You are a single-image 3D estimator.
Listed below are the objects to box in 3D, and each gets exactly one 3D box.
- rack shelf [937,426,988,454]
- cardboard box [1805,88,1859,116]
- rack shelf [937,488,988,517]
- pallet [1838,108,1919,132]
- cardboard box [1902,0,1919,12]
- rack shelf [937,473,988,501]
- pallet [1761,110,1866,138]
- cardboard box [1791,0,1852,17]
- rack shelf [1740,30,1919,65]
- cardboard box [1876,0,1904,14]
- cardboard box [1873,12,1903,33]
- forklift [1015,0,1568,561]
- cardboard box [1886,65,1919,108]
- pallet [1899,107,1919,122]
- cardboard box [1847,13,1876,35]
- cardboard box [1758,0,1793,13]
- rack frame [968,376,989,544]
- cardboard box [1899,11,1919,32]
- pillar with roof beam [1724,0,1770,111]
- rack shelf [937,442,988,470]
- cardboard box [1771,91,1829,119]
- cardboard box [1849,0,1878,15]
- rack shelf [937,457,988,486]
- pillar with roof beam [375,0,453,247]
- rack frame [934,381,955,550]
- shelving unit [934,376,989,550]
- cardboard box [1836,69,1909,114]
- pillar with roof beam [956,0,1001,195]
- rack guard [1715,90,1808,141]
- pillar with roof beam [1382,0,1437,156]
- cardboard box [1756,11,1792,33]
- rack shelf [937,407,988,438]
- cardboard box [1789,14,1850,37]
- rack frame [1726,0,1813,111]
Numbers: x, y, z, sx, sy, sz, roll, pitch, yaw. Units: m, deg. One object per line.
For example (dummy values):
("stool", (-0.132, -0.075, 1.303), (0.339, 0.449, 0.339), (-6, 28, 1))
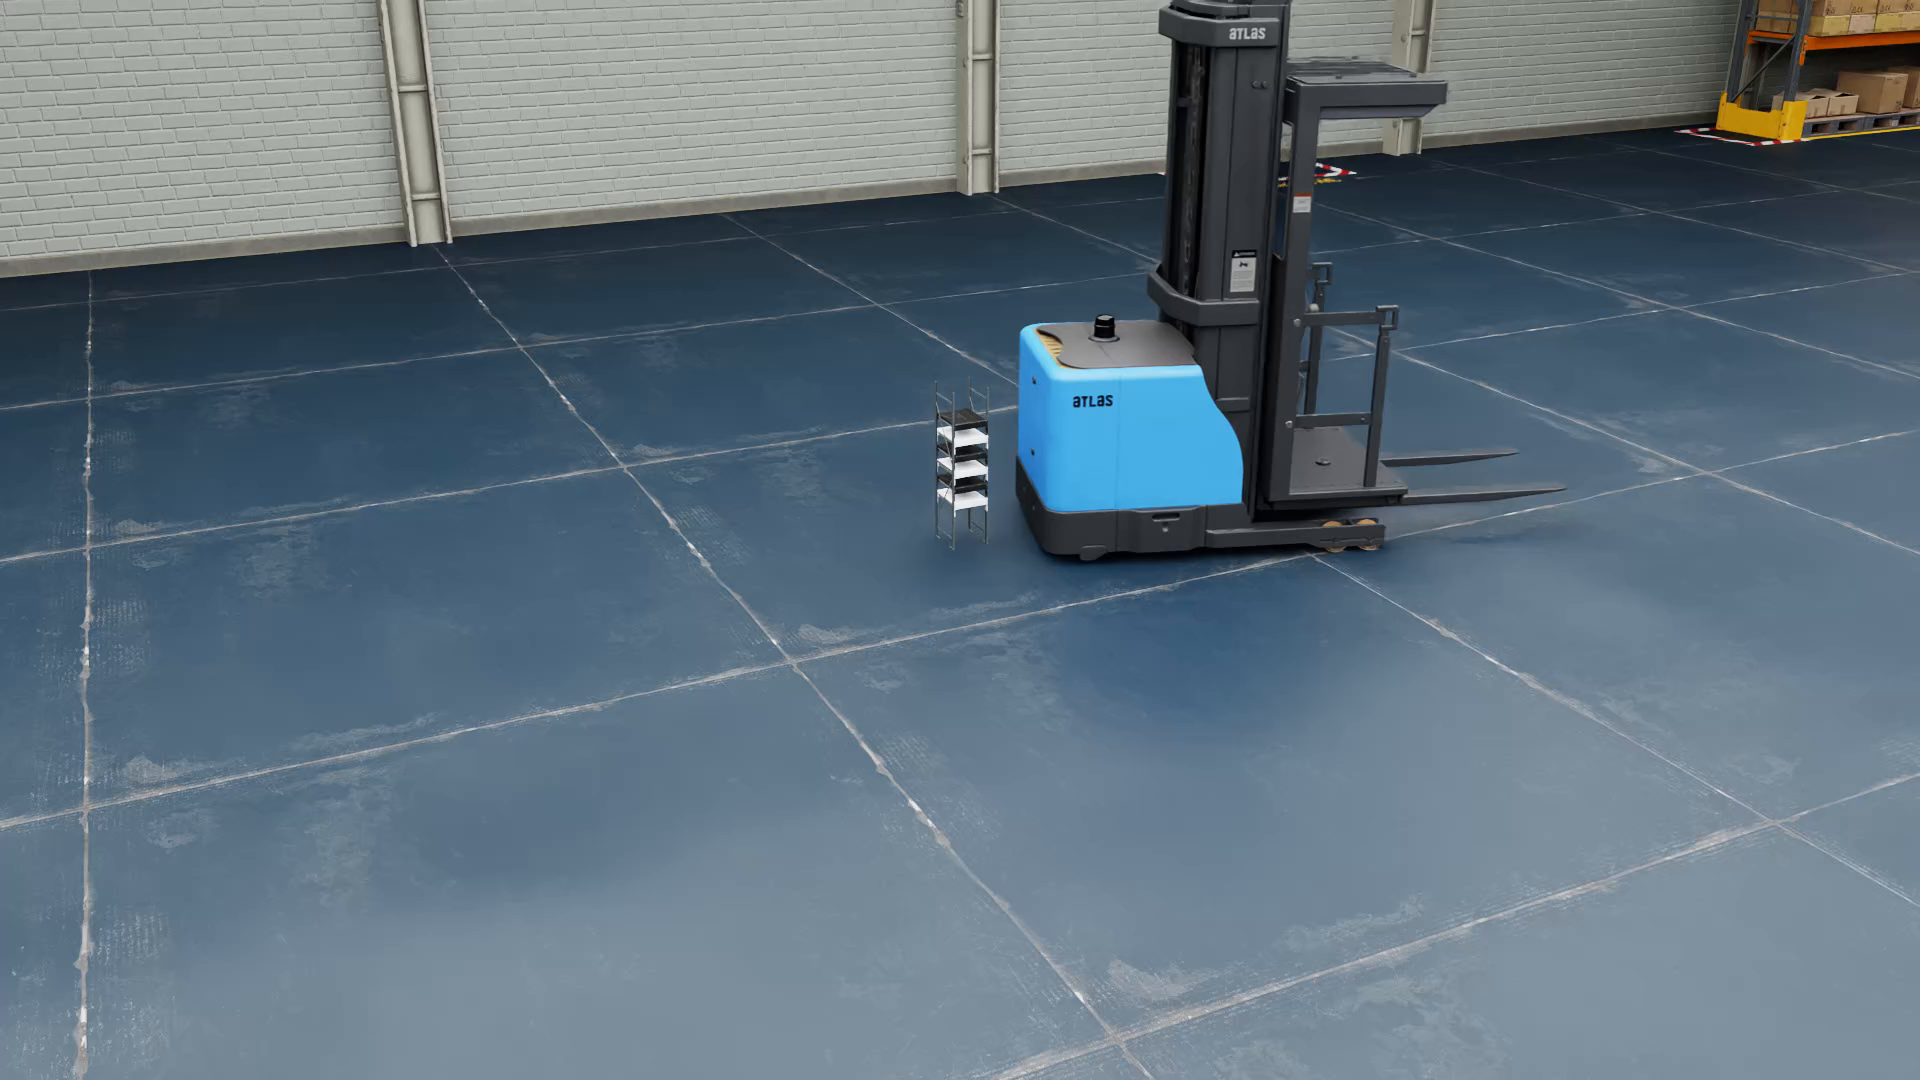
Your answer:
("rack shelf", (0.007, -0.553, 9.025), (0.200, 0.077, 0.258), (-10, 25, -24))
("cardboard box", (11.931, -6.027, 22.829), (0.500, 0.311, 0.500), (-8, 24, -19))
("rack shelf", (0.007, -0.220, 9.163), (0.200, 0.077, 0.258), (-10, 25, -24))
("pallet", (12.668, -5.936, 23.313), (1.213, 0.211, 1.003), (-10, 25, -24))
("cardboard box", (12.693, -7.402, 22.399), (0.500, 0.500, 0.500), (-10, 24, -22))
("rack shelf", (0.007, -0.303, 9.128), (0.200, 0.077, 0.258), (-10, 25, -24))
("pallet", (11.570, -5.735, 22.828), (1.213, 0.211, 1.003), (-10, 25, -24))
("cardboard box", (11.315, -7.150, 21.791), (0.500, 0.500, 0.500), (-10, 25, -24))
("rack shelf", (12.557, -6.887, 22.907), (4.000, 0.370, 1.077), (-10, 25, -24))
("cardboard box", (12.233, -7.312, 22.182), (0.500, 0.500, 0.500), (-11, 25, -25))
("cardboard box", (12.255, -6.973, 22.343), (0.500, 0.250, 0.500), (-11, 25, -24))
("forklift", (1.884, -1.484, 9.002), (3.031, 2.935, 1.130), (-3, 23, -8))
("cardboard box", (13.441, -6.414, 23.516), (0.500, 0.500, 0.500), (-12, 26, -28))
("pallet", (13.769, -6.139, 23.806), (1.213, 0.211, 1.003), (-10, 25, -24))
("cardboard box", (11.794, -6.891, 22.144), (0.500, 0.250, 0.500), (-11, 25, -25))
("cardboard box", (11.087, -7.326, 22.215), (0.500, 0.500, 0.500), (-11, 25, -24))
("rack frame", (0.099, -0.434, 9.122), (0.006, 0.900, 0.240), (-10, 25, -24))
("cardboard box", (12.712, -7.056, 22.544), (0.500, 0.250, 0.500), (-10, 25, -23))
("pillar with roof beam", (12.877, -8.591, 18.237), (0.400, 9.000, 9.100), (-10, 25, -24))
("rack shelf", (0.007, -0.469, 9.059), (0.200, 0.077, 0.258), (-10, 25, -24))
("cardboard box", (11.417, -5.933, 22.601), (0.500, 0.311, 0.500), (-14, 26, -30))
("cardboard box", (11.765, -7.229, 21.980), (0.500, 0.500, 0.500), (-10, 25, -23))
("rack shelf", (0.007, -0.386, 9.094), (0.200, 0.077, 0.258), (-10, 25, -24))
("pillar with roof beam", (-3.342, -5.605, 11.024), (0.400, 9.000, 9.100), (-10, 25, -24))
("rack frame", (-0.084, -0.400, 9.040), (0.006, 0.900, 0.240), (-10, 25, -24))
("shelving unit", (0.007, -0.417, 9.081), (0.210, 0.900, 0.258), (-10, 25, -24))
("cardboard box", (12.613, -6.219, 23.045), (0.500, 0.500, 0.700), (-12, 25, -27))
("pillar with roof beam", (2.064, -6.600, 13.429), (0.400, 9.000, 9.100), (-10, 25, -24))
("rack guard", (10.823, -5.746, 22.477), (0.348, 0.500, 1.175), (-10, 25, -24))
("pillar with roof beam", (7.471, -7.595, 15.833), (0.400, 9.000, 9.100), (-10, 25, -24))
("cardboard box", (11.092, -6.972, 22.342), (0.500, 0.250, 0.500), (-10, 25, -23))
("rack shelf", (0.007, -0.636, 8.991), (0.200, 0.077, 0.258), (-10, 25, -24))
("cardboard box", (11.332, -6.799, 21.924), (0.500, 0.250, 0.500), (-11, 25, -25))
("rack frame", (10.754, -6.888, 21.968), (0.127, 3.000, 1.000), (-10, 25, -24))
